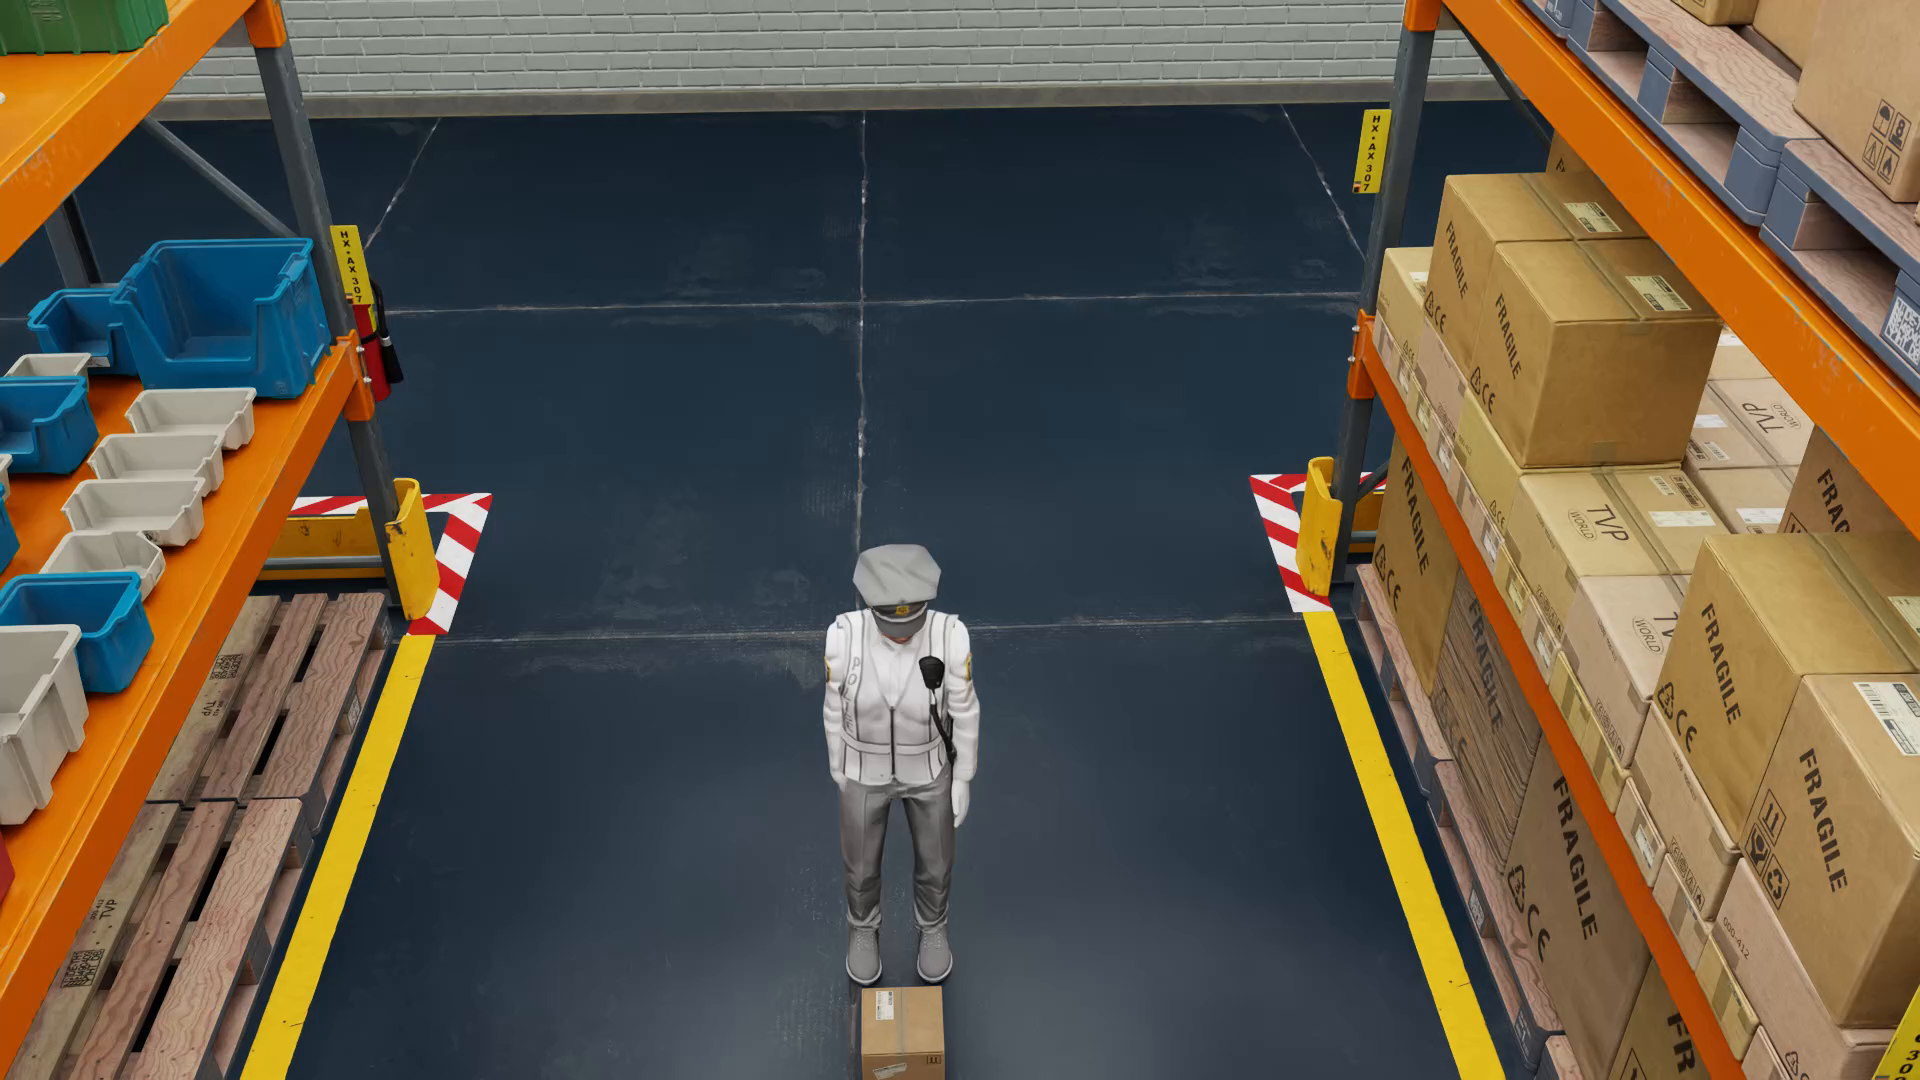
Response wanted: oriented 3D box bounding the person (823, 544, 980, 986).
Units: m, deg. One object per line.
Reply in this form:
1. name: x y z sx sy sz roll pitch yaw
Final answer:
1. person: -0.176 0.720 5.146 0.476 1.659 0.338 -1 35 -1
